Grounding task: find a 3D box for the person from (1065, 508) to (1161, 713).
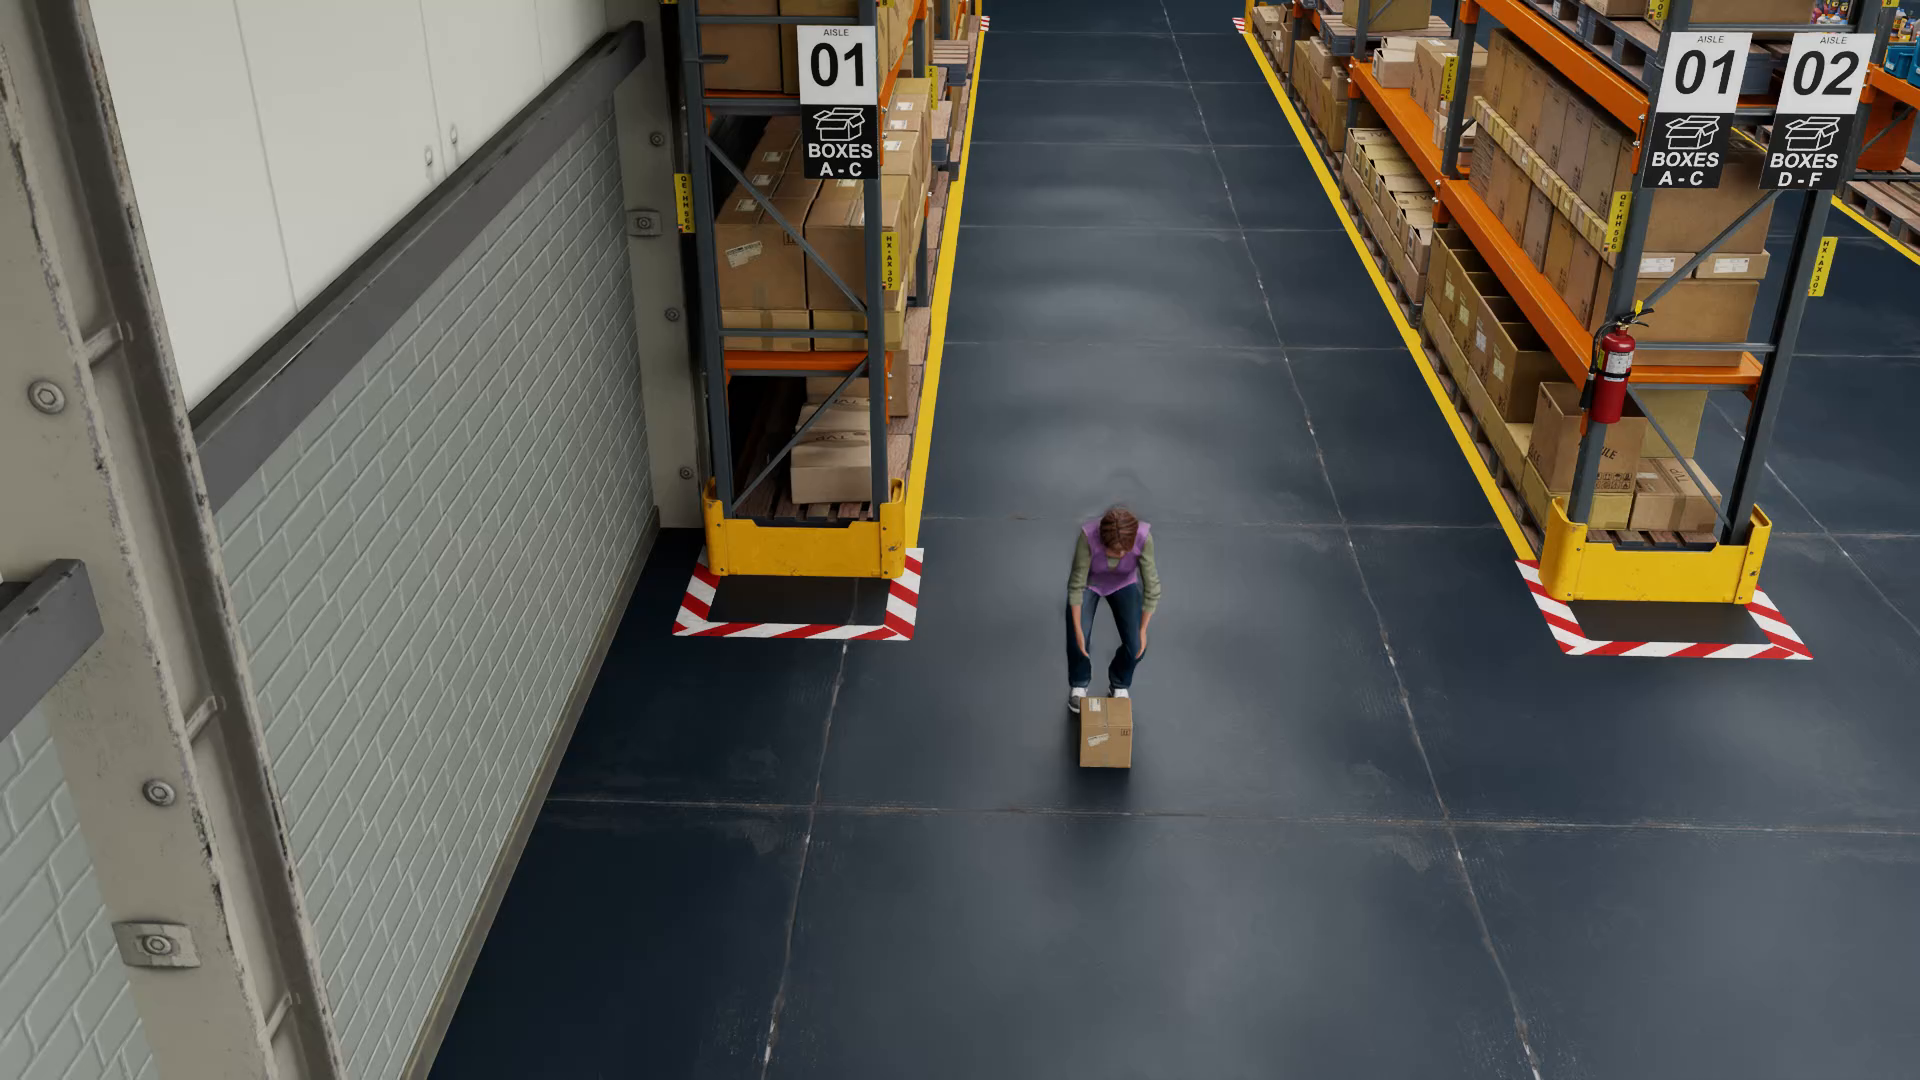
[{"bbox_3d":[0.765,0.315,8.402,0.463,1.270,0.673,1,28,2],"label":"person"}]
